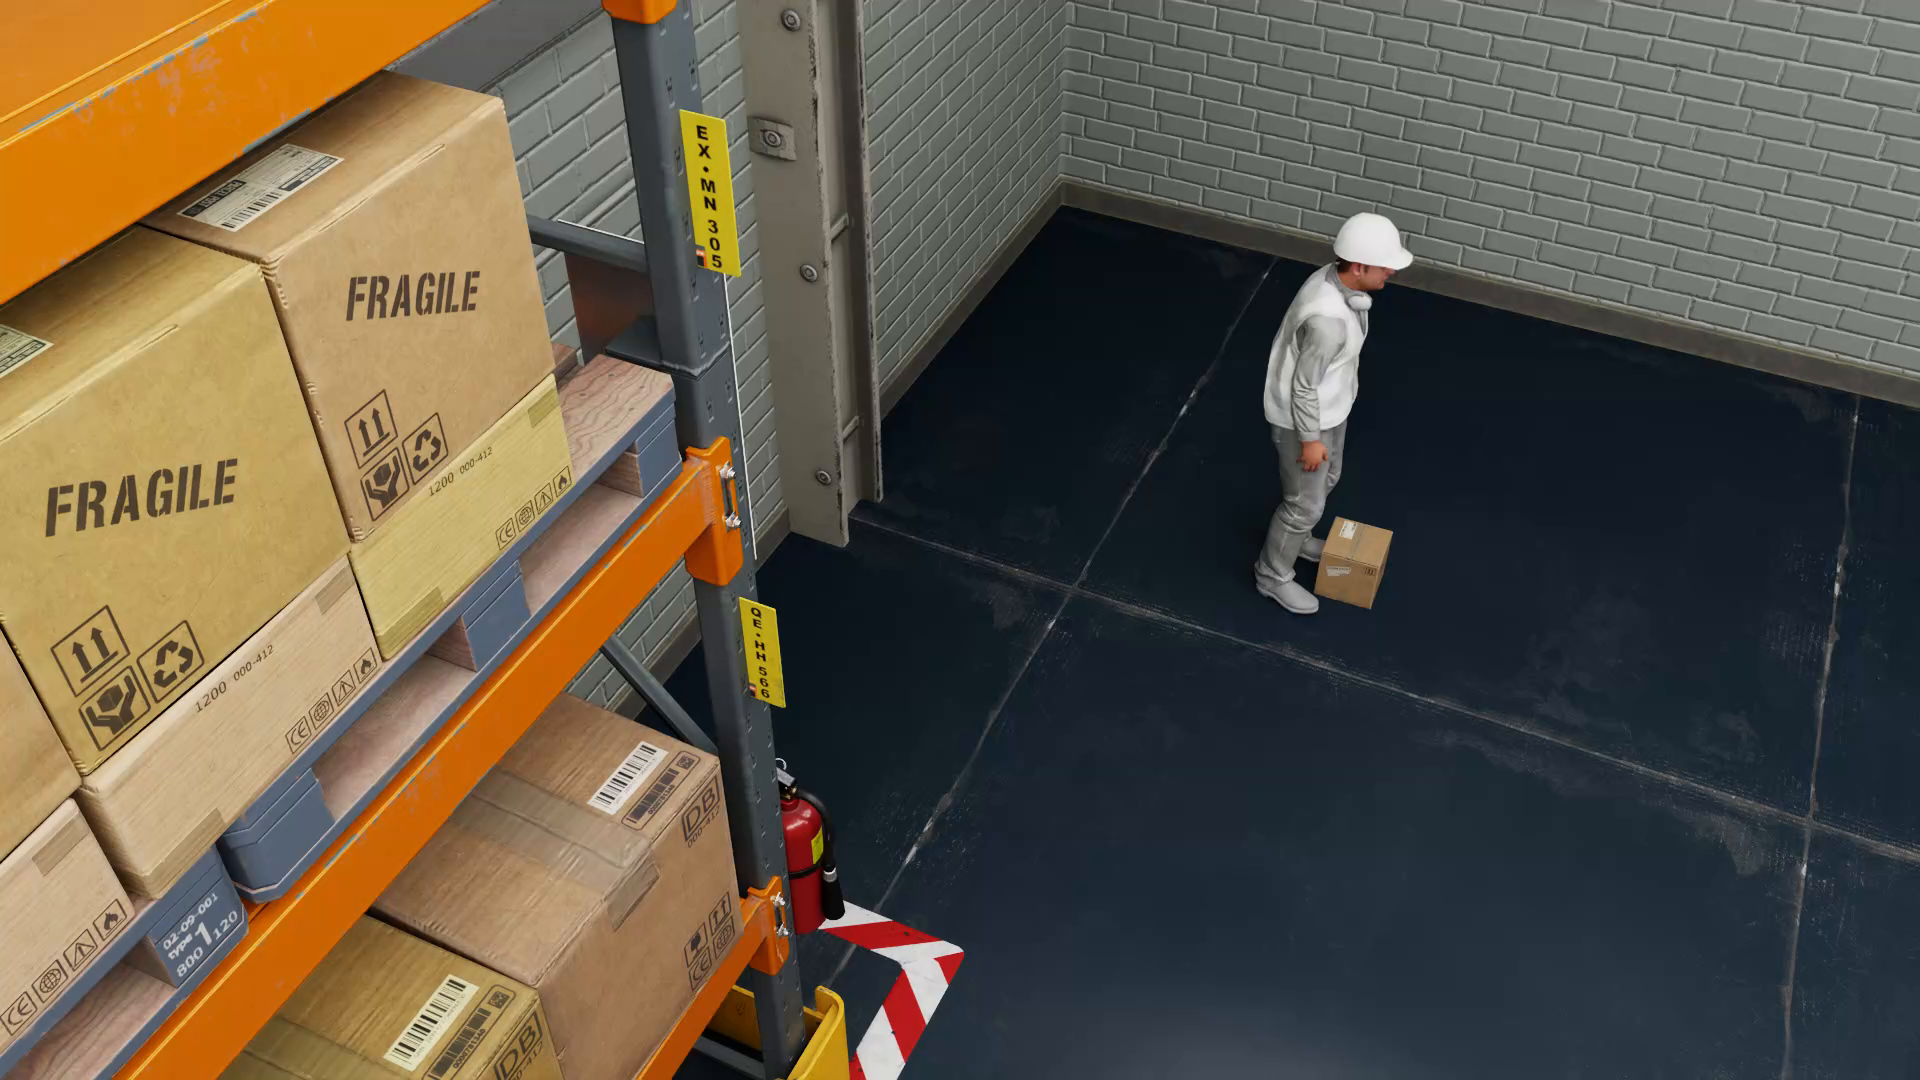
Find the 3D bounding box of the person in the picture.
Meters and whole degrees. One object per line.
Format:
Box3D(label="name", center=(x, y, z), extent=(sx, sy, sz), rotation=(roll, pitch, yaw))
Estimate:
Box3D(label="person", center=(1.460, -0.536, 6.740), extent=(0.463, 1.771, 0.580), rotation=(17, 44, 18))
